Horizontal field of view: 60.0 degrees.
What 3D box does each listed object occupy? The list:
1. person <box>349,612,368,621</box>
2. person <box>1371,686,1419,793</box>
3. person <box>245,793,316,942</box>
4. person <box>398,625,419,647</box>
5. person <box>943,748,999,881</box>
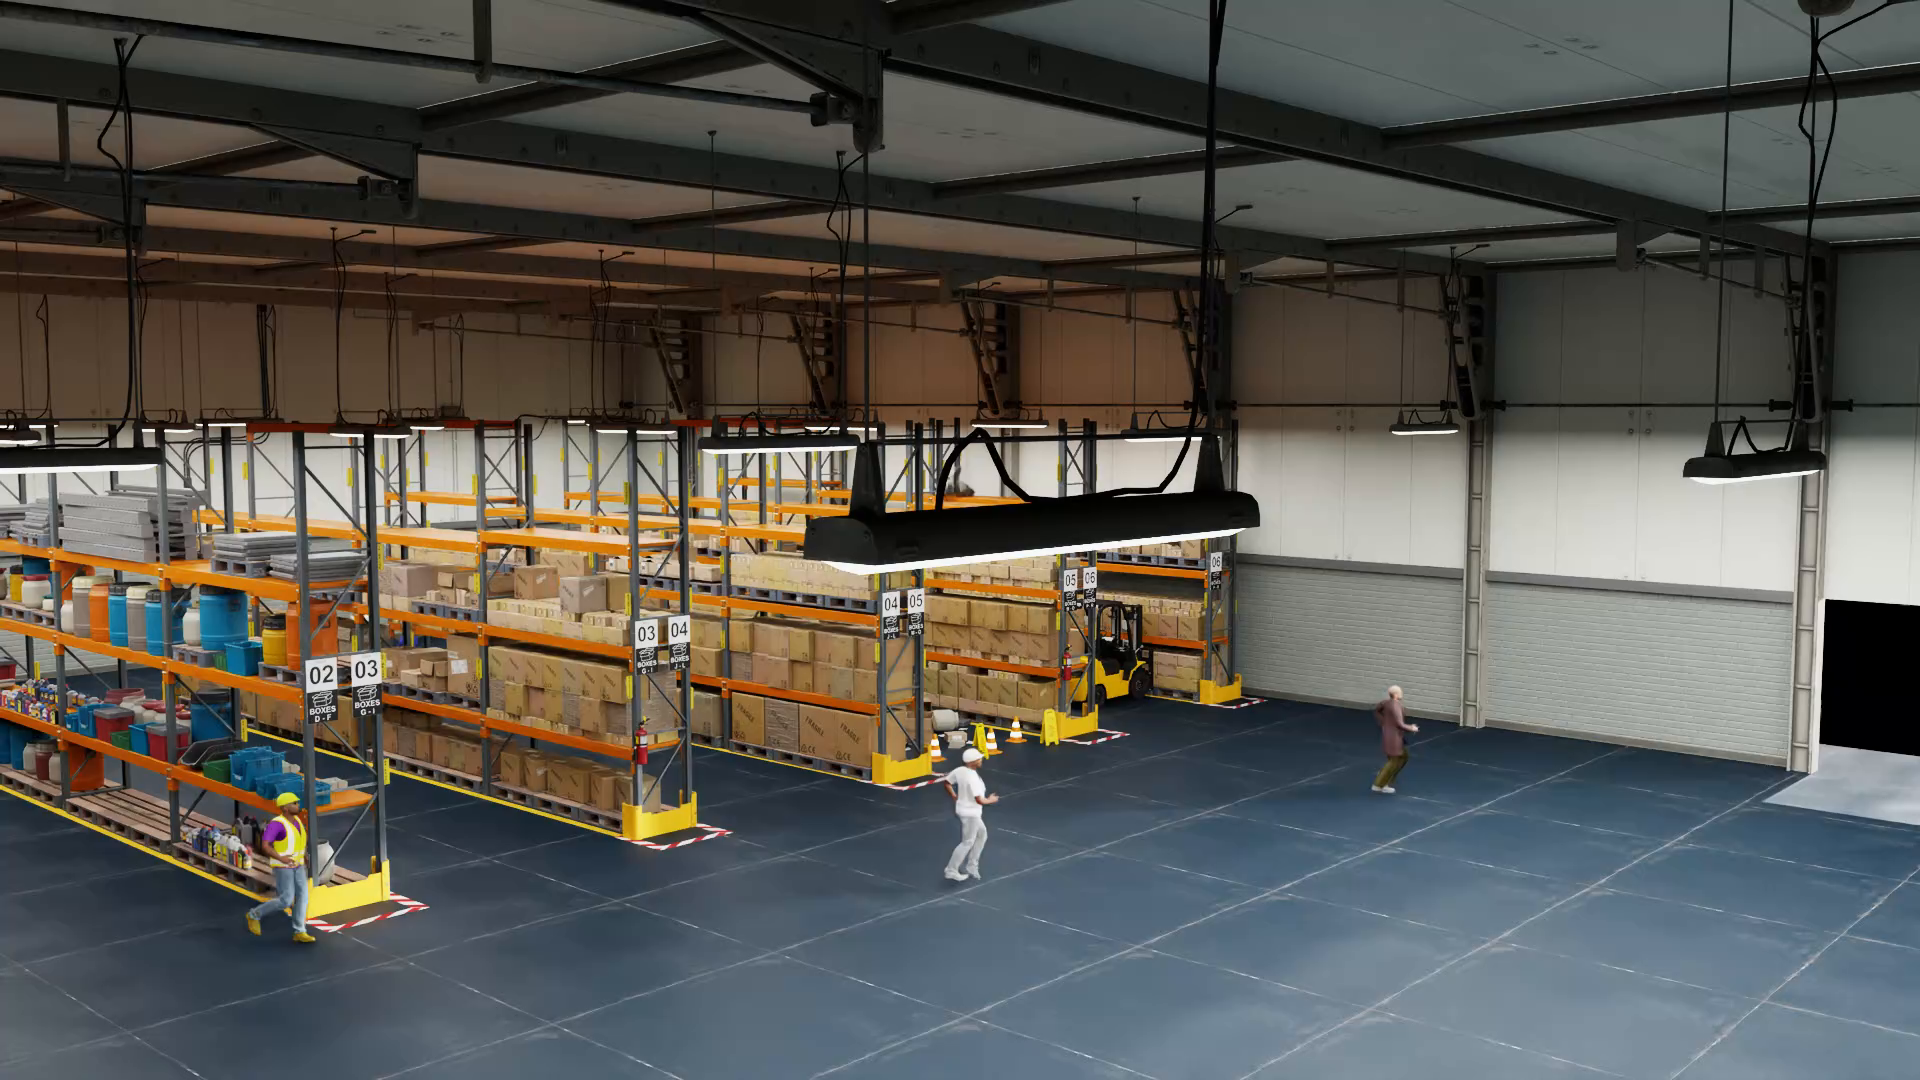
[{"bbox_3d":[-14.214,2.307,38.908,0.724,1.698,0.537,2,5,27],"label":"person"},{"bbox_3d":[7.070,3.254,27.039,0.744,1.798,0.732,0,5,1],"label":"person"},{"bbox_3d":[-7.962,3.859,19.731,0.860,1.718,0.764,1,5,9],"label":"person"},{"bbox_3d":[-11.723,2.617,35.345,0.868,1.622,0.553,4,6,43],"label":"person"},{"bbox_3d":[0.134,3.671,22.033,0.744,1.841,0.720,-1,5,-17],"label":"person"}]
